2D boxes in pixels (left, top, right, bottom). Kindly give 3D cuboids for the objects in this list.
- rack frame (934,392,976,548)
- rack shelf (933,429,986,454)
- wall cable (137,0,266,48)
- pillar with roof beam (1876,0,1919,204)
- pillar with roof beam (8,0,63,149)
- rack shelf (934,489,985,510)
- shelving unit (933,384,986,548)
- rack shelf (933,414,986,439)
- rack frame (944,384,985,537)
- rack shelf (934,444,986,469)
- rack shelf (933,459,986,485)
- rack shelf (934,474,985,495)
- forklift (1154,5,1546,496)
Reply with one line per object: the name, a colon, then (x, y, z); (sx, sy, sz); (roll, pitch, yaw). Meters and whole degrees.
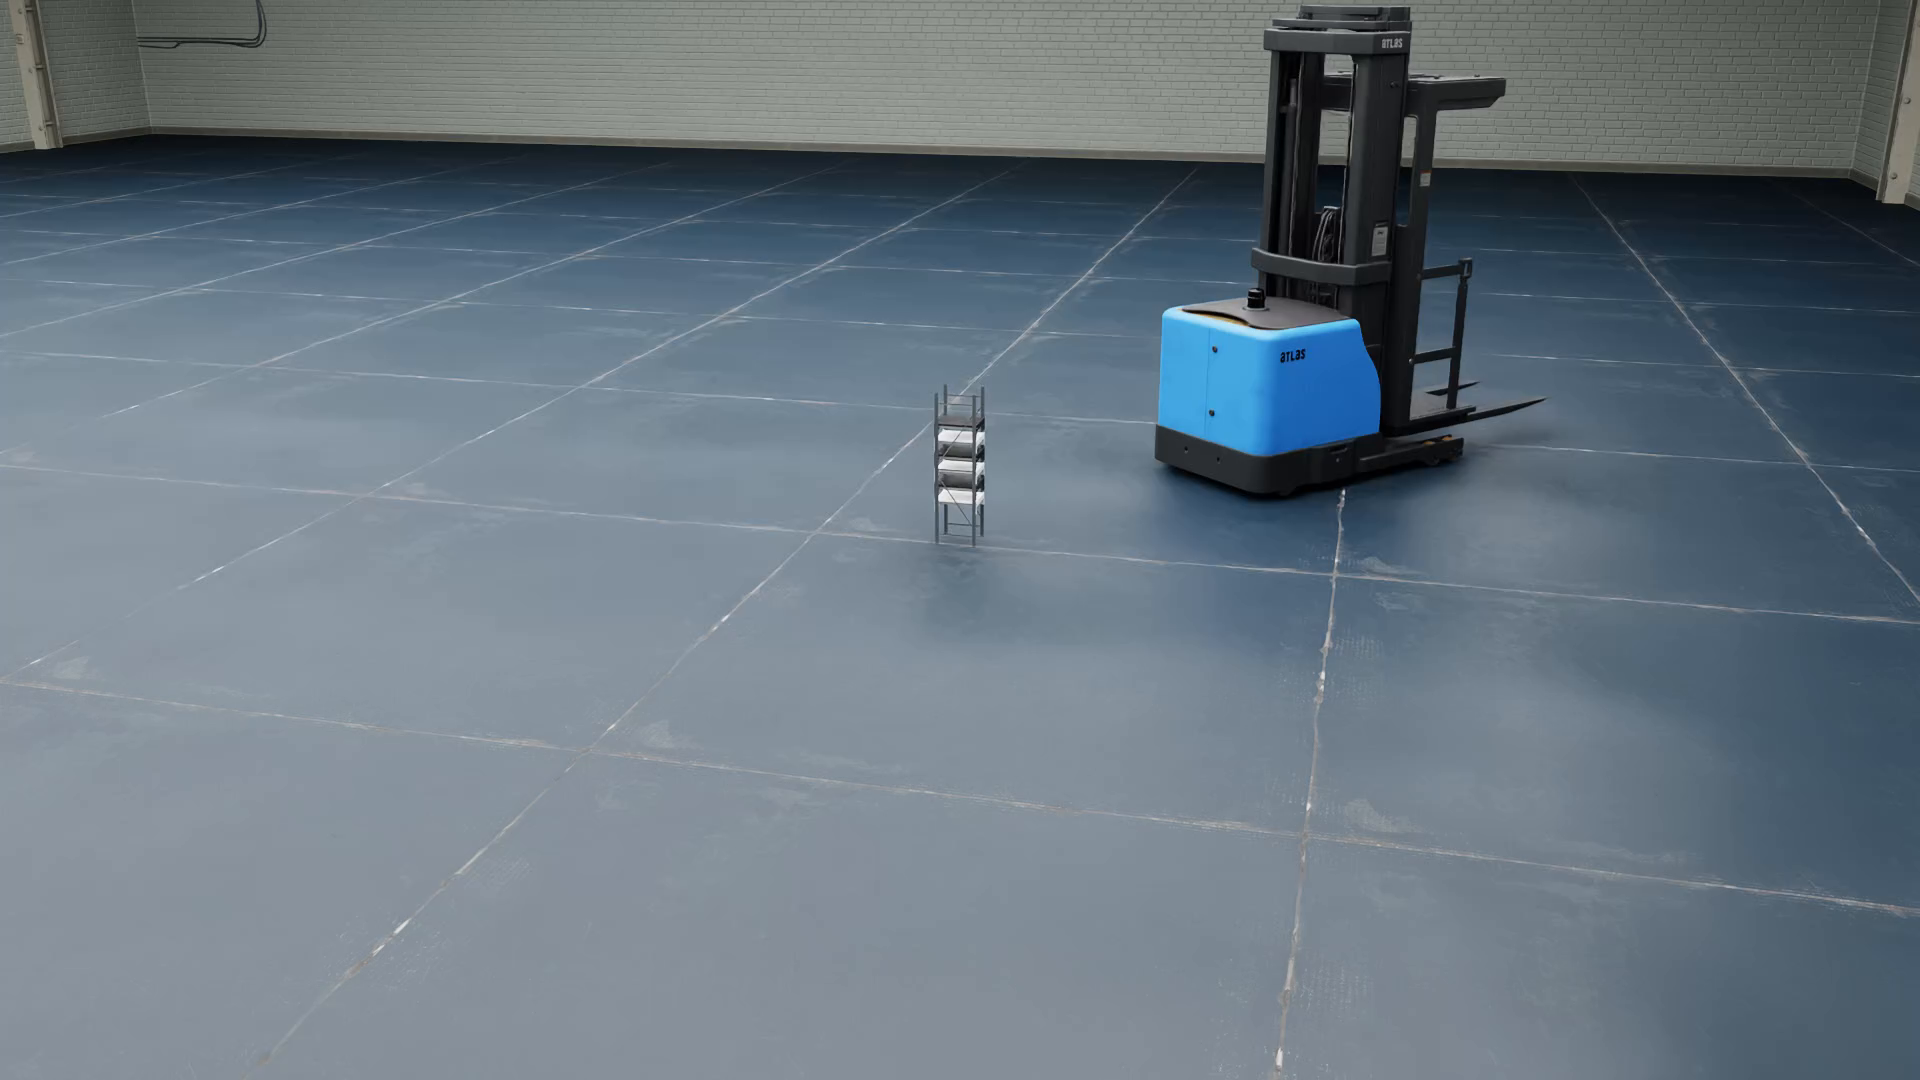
rack frame: (-0.027, -0.391, 9.441); (0.240, 0.900, 0.006); (5, 19, 13)
rack shelf: (-0.002, -0.562, 9.487); (0.258, 0.077, 0.200); (5, 19, 13)
wall cable: (-15.124, -10.975, 32.700); (3.097, 2.526, 0.112); (5, 19, 13)
pillar with roof beam: (9.244, -9.477, 23.513); (9.100, 9.000, 0.400); (5, 19, 13)
pillar with roof beam: (-12.952, -11.285, 28.805); (9.100, 9.000, 0.400); (5, 19, 13)
rack shelf: (-0.002, -0.221, 9.604); (0.258, 0.077, 0.200); (5, 19, 13)
shelving unit: (-0.002, -0.423, 9.535); (0.258, 0.900, 0.210); (5, 19, 13)
rack shelf: (-0.002, -0.647, 9.458); (0.258, 0.077, 0.200); (5, 19, 13)
rack frame: (0.023, -0.455, 9.628); (0.240, 0.900, 0.006); (5, 19, 13)
rack shelf: (-0.002, -0.477, 9.516); (0.258, 0.077, 0.200); (5, 19, 13)
rack shelf: (-0.002, -0.392, 9.545); (0.258, 0.077, 0.200); (5, 19, 13)
rack shelf: (-0.002, -0.307, 9.575); (0.258, 0.077, 0.200); (5, 19, 13)
forklift: (2.796, -2.011, 11.039); (3.031, 2.935, 1.130); (-13, 23, -33)
